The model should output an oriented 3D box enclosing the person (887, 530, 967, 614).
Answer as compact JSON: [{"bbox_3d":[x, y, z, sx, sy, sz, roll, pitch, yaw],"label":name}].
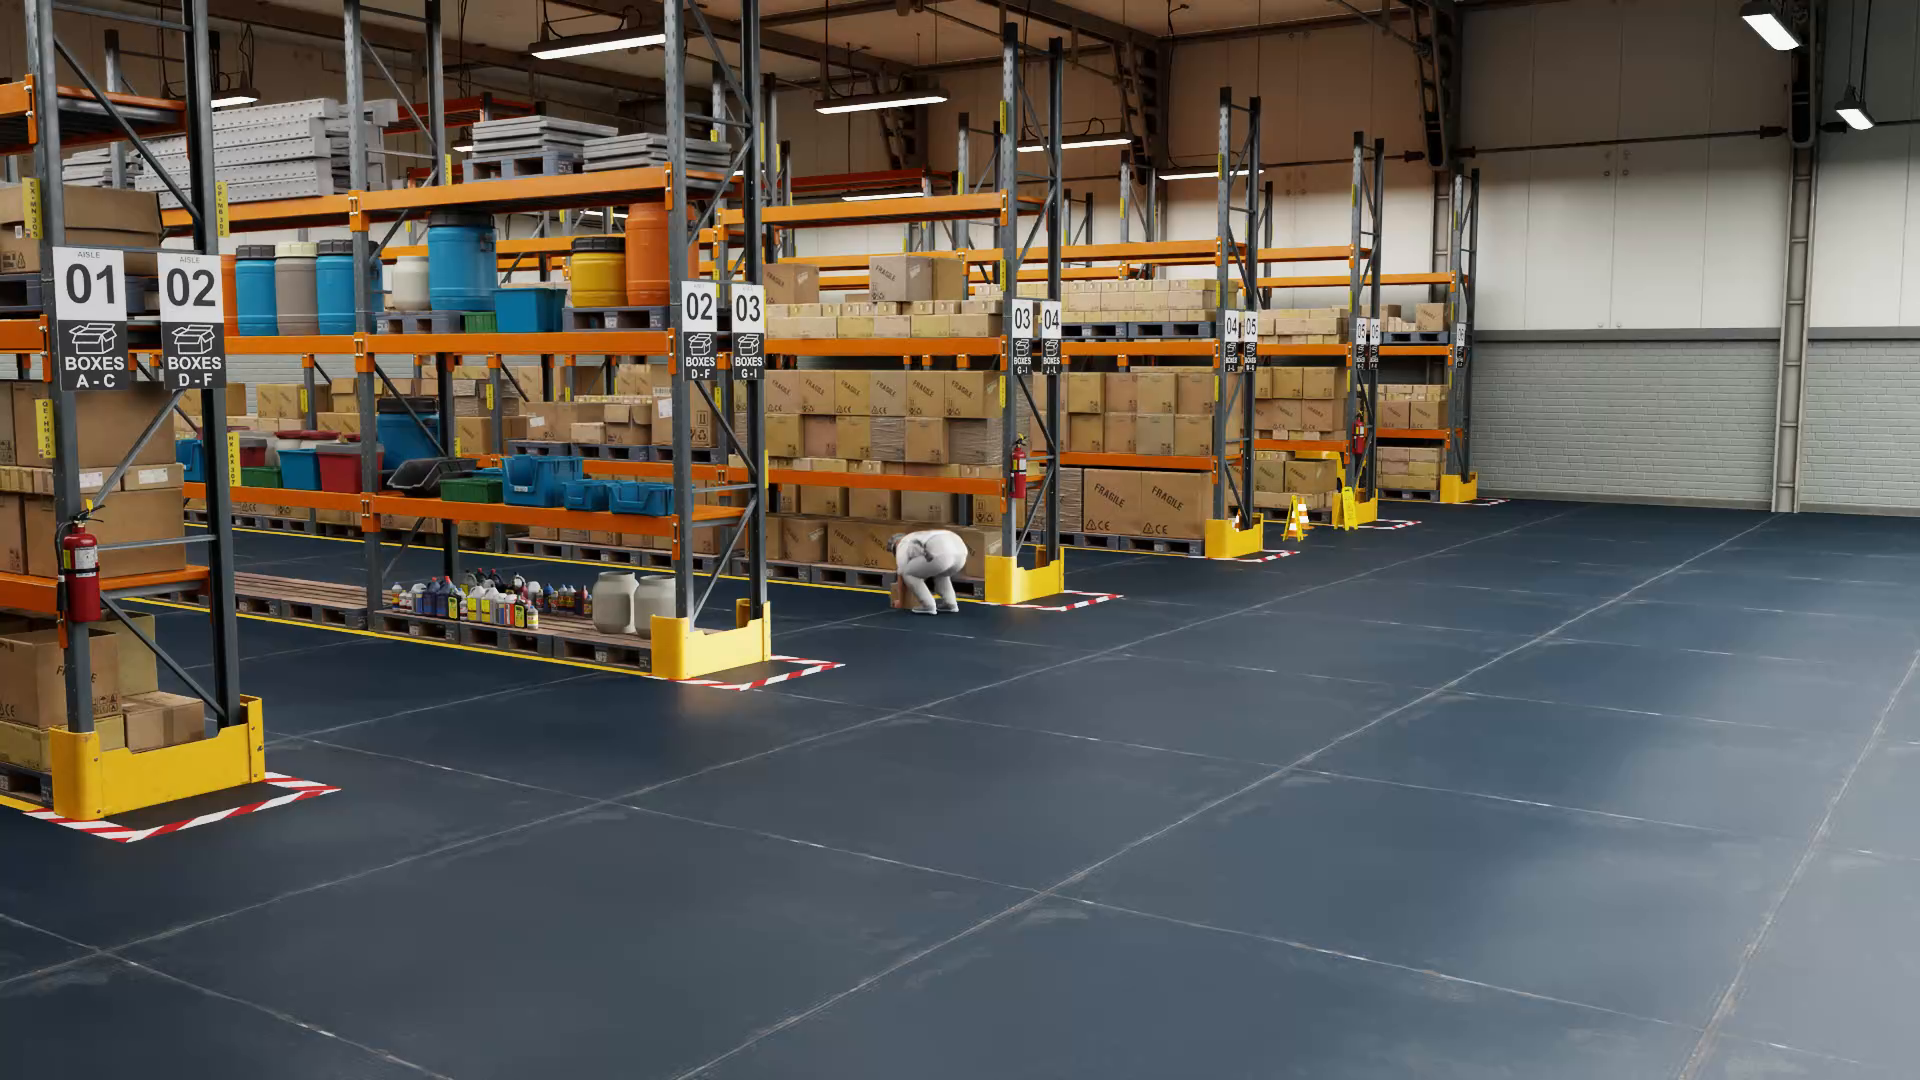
[{"bbox_3d":[-0.364,0.321,17.093,0.537,0.861,1.031,-5,8,-39],"label":"person"}]
